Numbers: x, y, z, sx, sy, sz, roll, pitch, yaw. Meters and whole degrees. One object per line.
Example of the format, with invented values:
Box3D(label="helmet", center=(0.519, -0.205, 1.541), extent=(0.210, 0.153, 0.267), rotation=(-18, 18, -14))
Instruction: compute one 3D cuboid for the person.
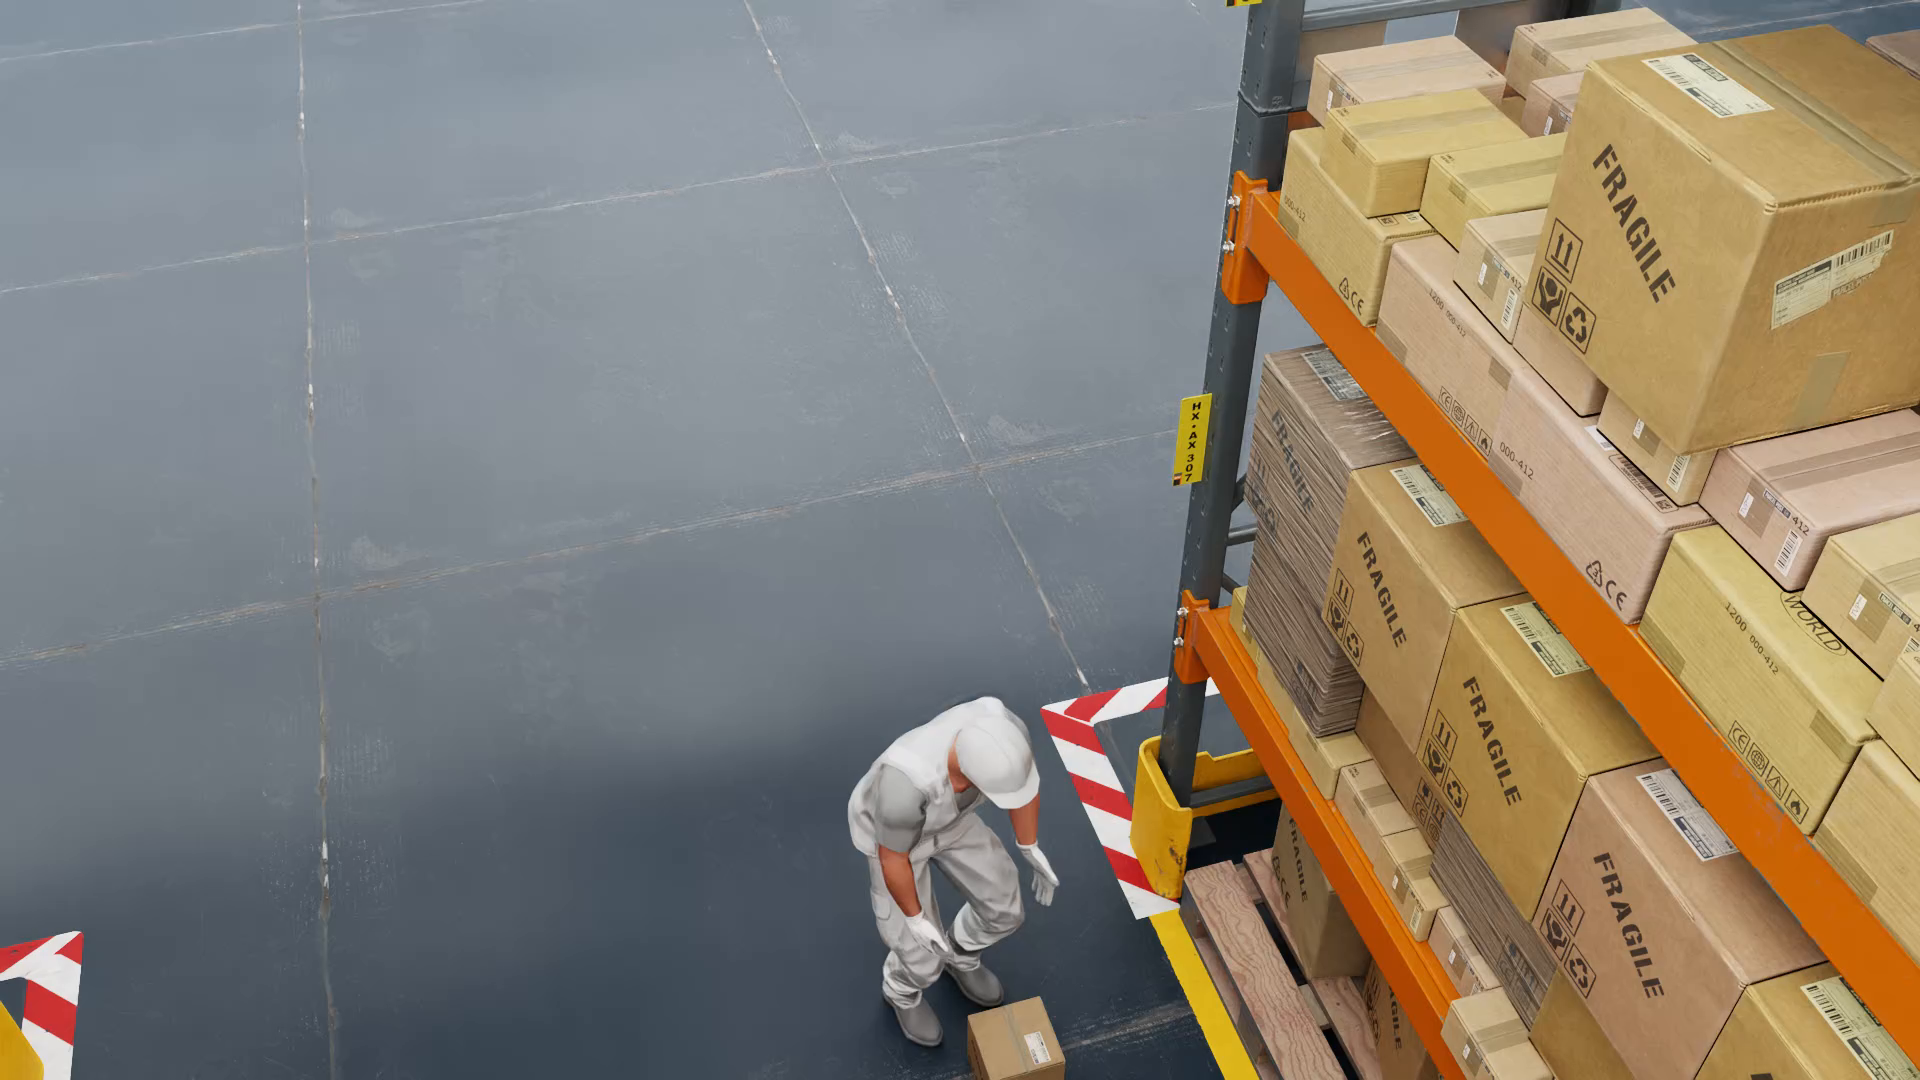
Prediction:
Box3D(label="person", center=(-0.022, 0.988, 5.215), extent=(0.577, 1.554, 0.669), rotation=(-26, 48, -26))
